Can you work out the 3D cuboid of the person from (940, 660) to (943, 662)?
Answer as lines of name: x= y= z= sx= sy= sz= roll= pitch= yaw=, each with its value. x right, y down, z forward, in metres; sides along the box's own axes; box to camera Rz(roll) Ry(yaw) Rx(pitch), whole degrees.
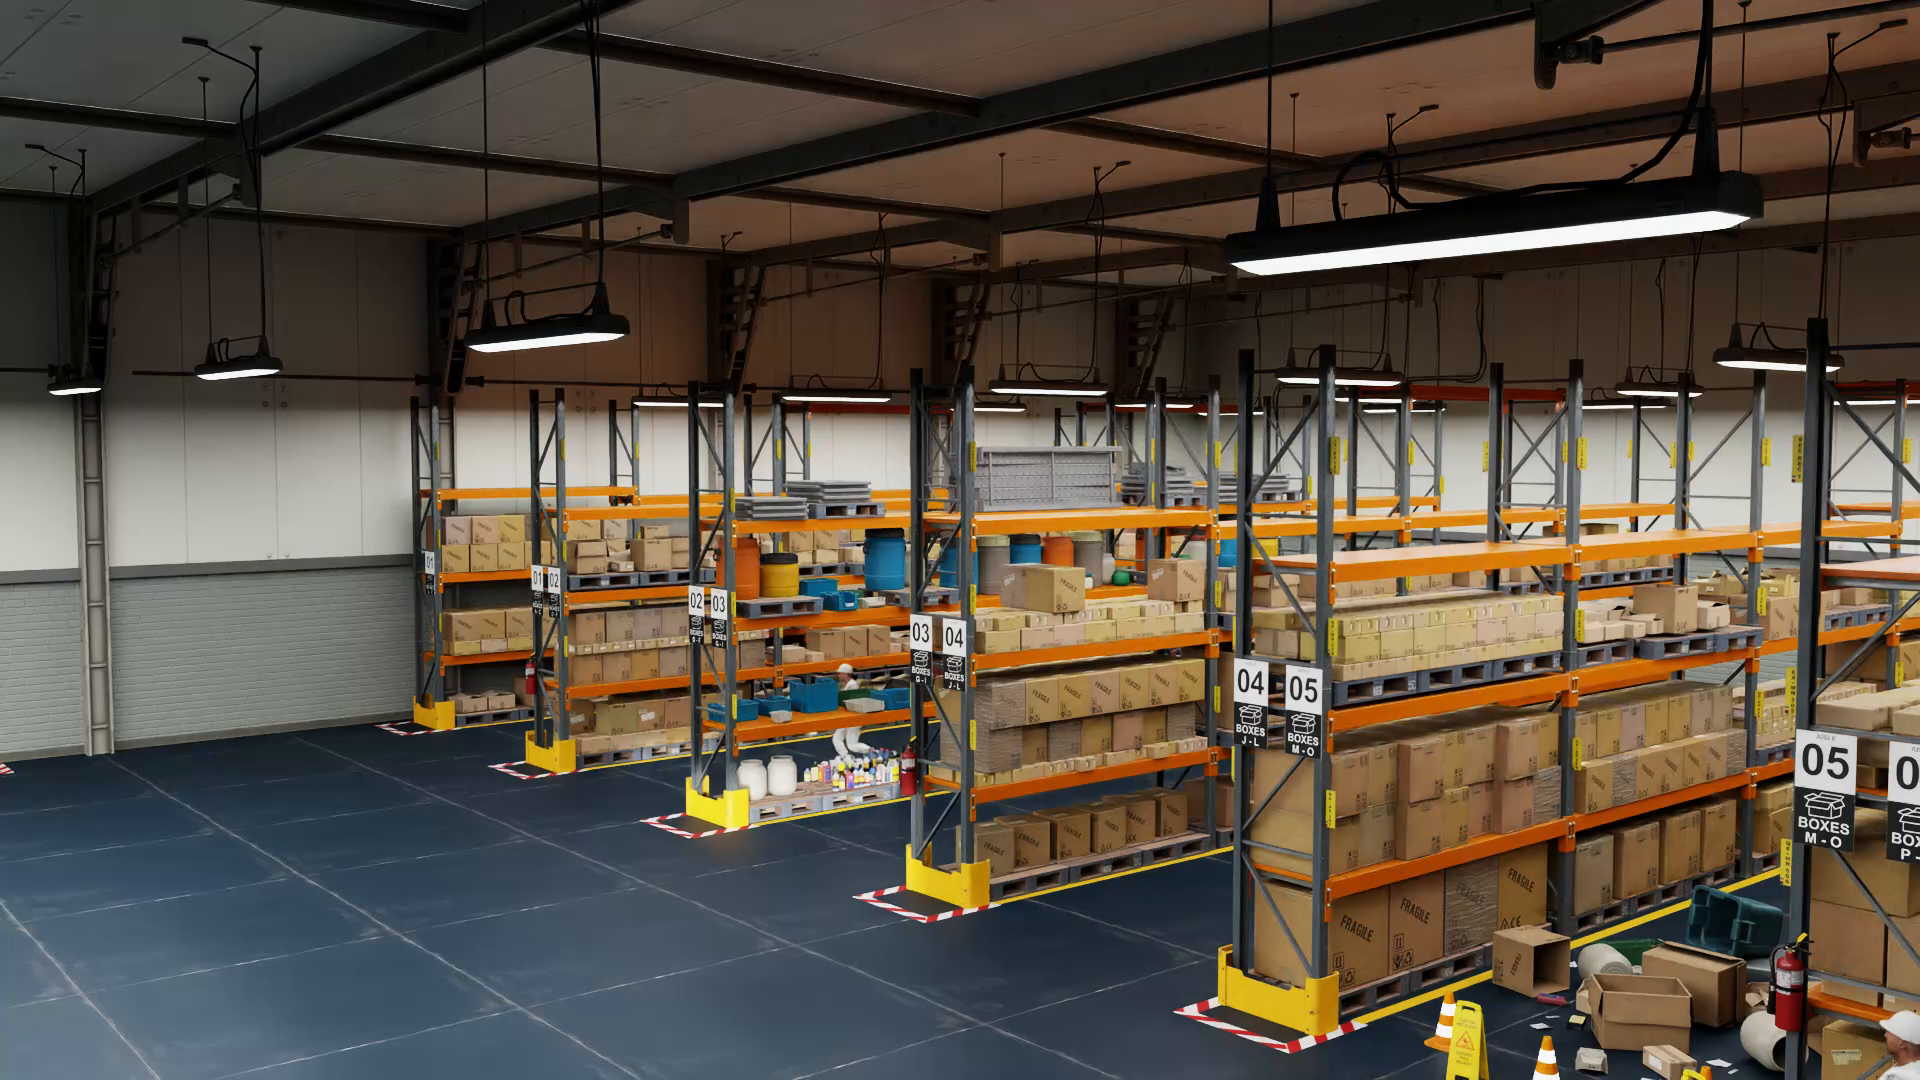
person: x=-0.262 y=2.266 z=34.947 sx=1.045 sy=1.631 sz=0.442 roll=-3 pitch=4 yaw=-40

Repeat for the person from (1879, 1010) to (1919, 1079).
person: x=5.682 y=3.684 z=9.881 sx=0.760 sy=1.770 sz=0.569 roll=3 pitch=4 yaw=39

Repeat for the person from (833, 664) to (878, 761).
person: x=-1.652 y=2.783 z=26.065 sx=0.796 sy=1.698 sz=0.590 roll=-1 pitch=4 yaw=-23
